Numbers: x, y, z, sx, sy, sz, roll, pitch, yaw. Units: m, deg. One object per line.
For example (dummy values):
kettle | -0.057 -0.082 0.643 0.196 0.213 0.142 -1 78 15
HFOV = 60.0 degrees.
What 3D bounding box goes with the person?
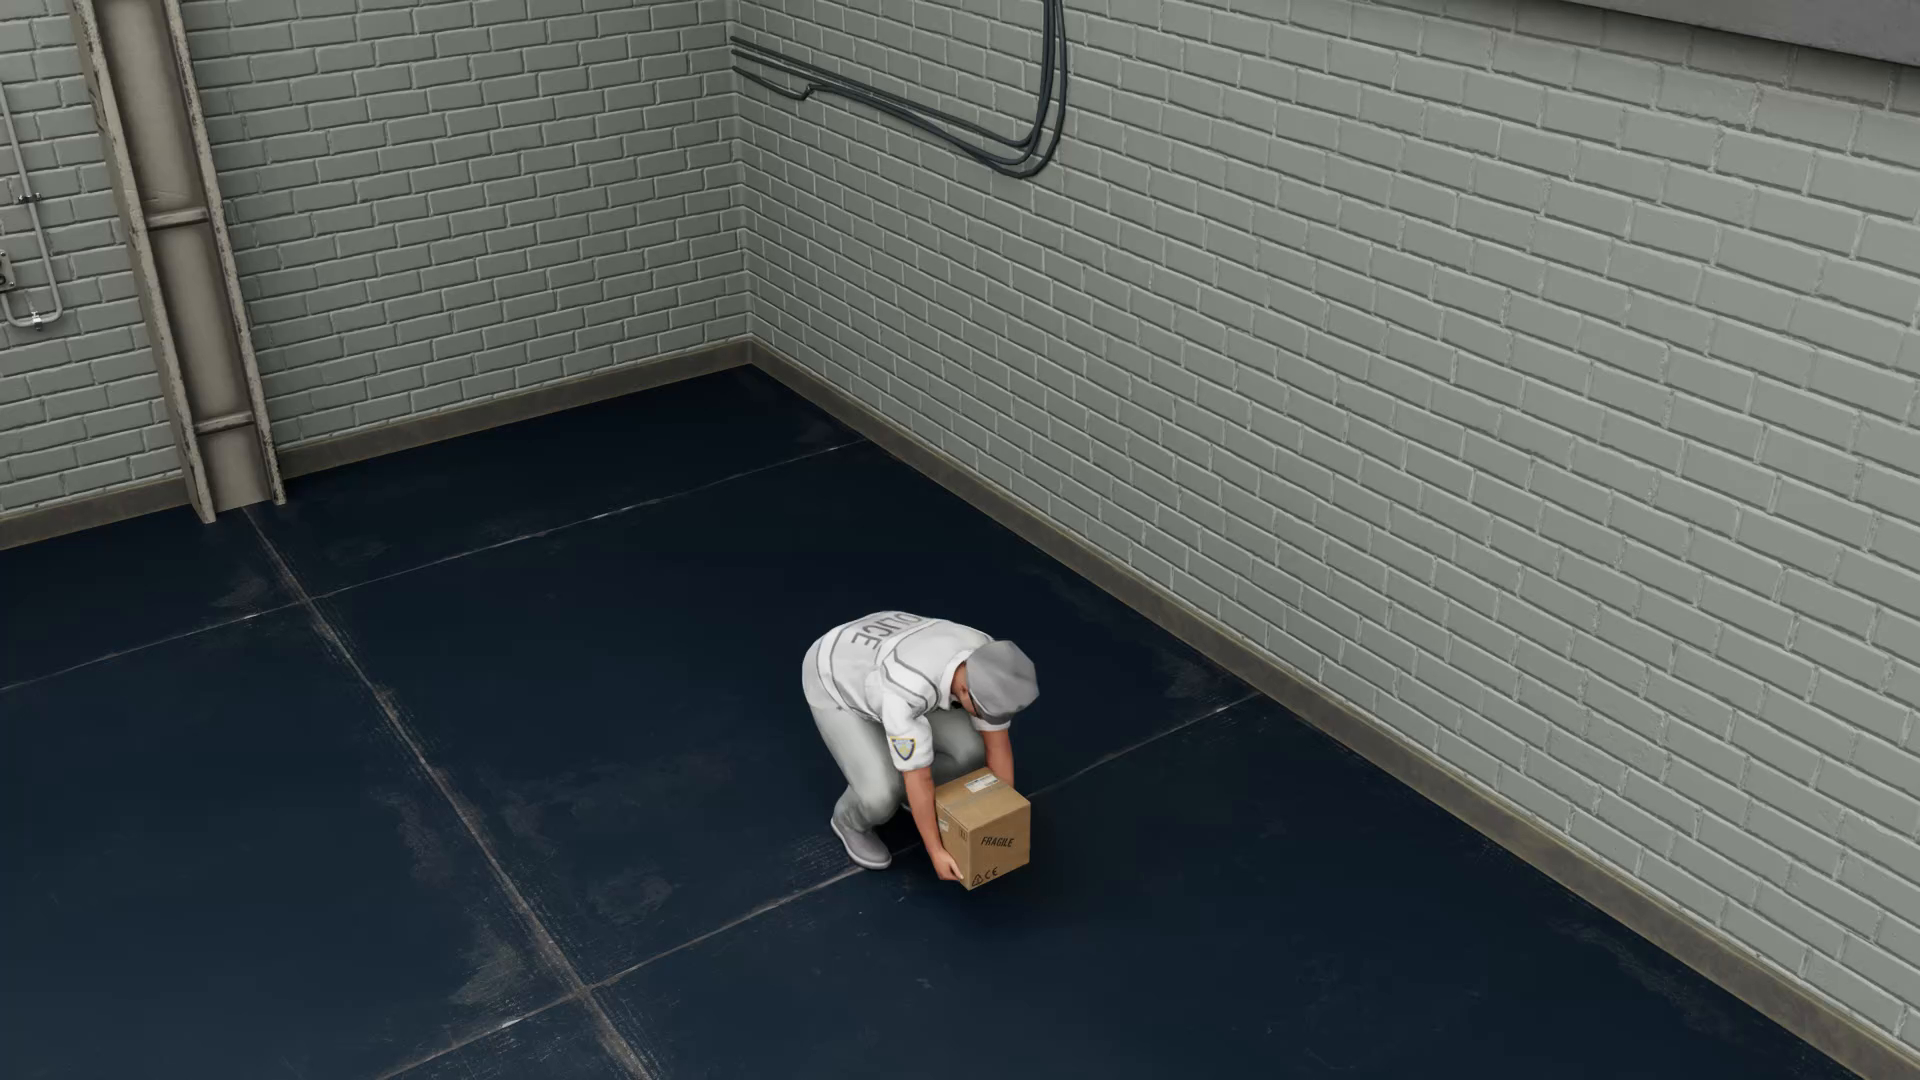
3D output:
person | -0.136 0.667 5.659 0.535 1.023 0.987 -20 34 -32
